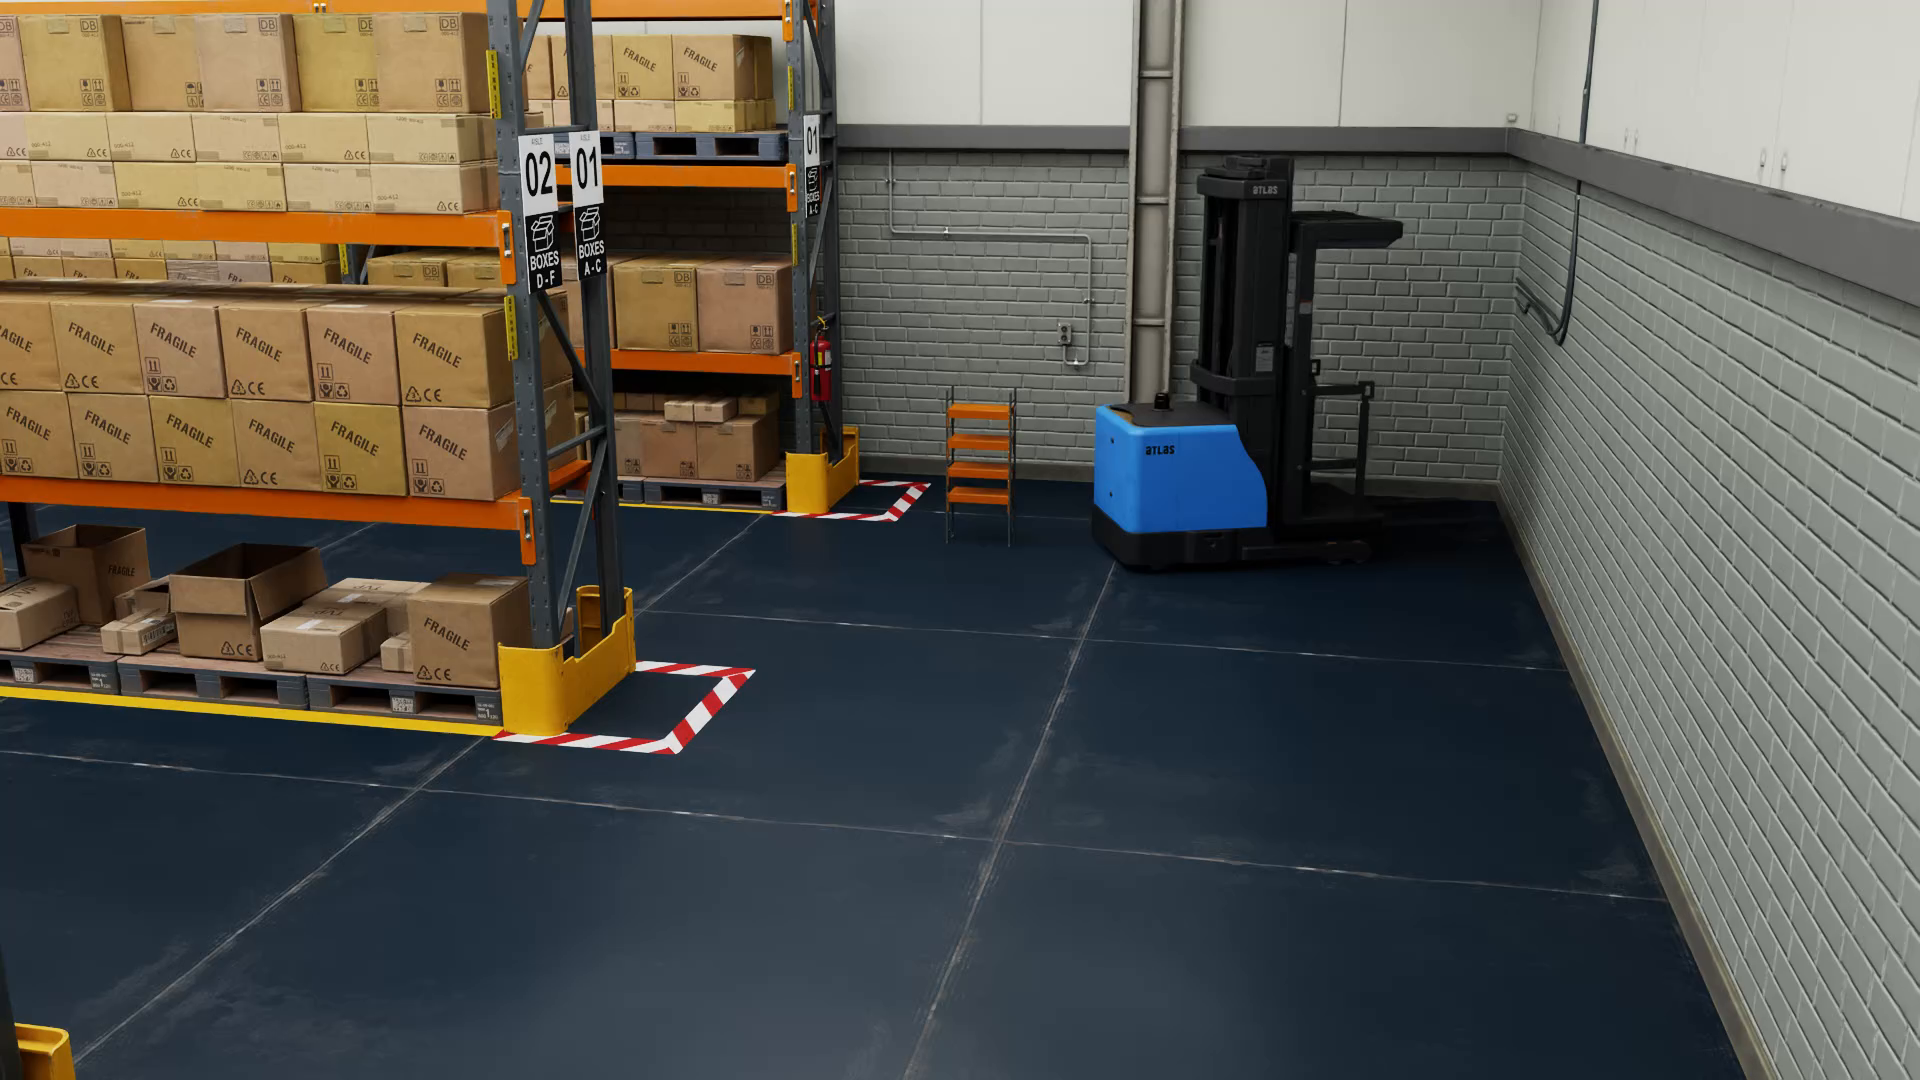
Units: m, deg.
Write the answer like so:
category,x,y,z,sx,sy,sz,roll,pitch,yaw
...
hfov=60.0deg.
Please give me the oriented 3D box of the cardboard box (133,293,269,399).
category,x,y,z,sx,sy,sz,roll,pitch,yaw
cardboard box,-4.174,-1.086,9.233,0.500,0.500,0.500,4,16,13

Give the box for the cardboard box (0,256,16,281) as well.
category,x,y,z,sx,sy,sz,roll,pitch,yaw
cardboard box,-8.606,-2.354,15.088,0.500,0.500,0.500,4,16,13

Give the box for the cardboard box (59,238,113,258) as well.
category,x,y,z,sx,sy,sz,roll,pitch,yaw
cardboard box,-7.620,-2.662,14.798,0.500,0.250,0.500,3,16,11

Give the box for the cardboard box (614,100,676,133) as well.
category,x,y,z,sx,sy,sz,roll,pitch,yaw
cardboard box,-2.472,-3.441,13.482,0.500,0.250,0.500,3,16,9

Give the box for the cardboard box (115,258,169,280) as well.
category,x,y,z,sx,sy,sz,roll,pitch,yaw
cardboard box,-7.097,-2.271,14.790,0.500,0.500,0.500,4,16,13

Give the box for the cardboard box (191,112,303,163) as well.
category,x,y,z,sx,sy,sz,roll,pitch,yaw
cardboard box,-3.709,-2.153,8.870,0.500,0.250,0.500,3,16,11

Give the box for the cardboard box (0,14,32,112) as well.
category,x,y,z,sx,sy,sz,roll,pitch,yaw
cardboard box,-5.149,-2.633,9.197,0.500,0.500,0.700,3,16,11

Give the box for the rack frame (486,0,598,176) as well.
category,x,y,z,sx,sy,sz,roll,pitch,yaw
rack frame,-2.175,-3.415,8.463,0.127,3.000,1.000,3,16,11

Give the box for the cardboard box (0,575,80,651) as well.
category,x,y,z,sx,sy,sz,roll,pitch,yaw
cardboard box,-5.727,0.426,10.047,0.500,0.311,0.500,3,16,11

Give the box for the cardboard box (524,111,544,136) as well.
category,x,y,z,sx,sy,sz,roll,pitch,yaw
cardboard box,-2.627,-2.233,9.161,0.500,0.250,0.500,3,16,11

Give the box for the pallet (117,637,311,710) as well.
category,x,y,z,sx,sy,sz,roll,pitch,yaw
pallet,-4.223,0.709,10.039,1.213,0.211,1.003,3,16,11

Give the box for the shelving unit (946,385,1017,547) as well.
category,x,y,z,sx,sy,sz,roll,pitch,yaw
shelving unit,0.162,-0.569,12.800,0.503,1.200,0.258,3,16,11

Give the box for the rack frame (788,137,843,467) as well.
category,x,y,z,sx,sy,sz,roll,pitch,yaw
rack frame,-1.192,-1.820,13.943,0.127,3.000,1.000,3,16,11

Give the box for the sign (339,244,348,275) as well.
category,x,y,z,sx,sy,sz,roll,pitch,yaw
sign,-5.210,-2.410,14.053,0.005,0.325,0.100,3,16,11

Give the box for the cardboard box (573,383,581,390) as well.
category,x,y,z,sx,sy,sz,roll,pitch,yaw
cardboard box,-3.479,-1.281,14.678,0.250,0.149,0.380,3,16,12

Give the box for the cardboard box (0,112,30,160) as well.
category,x,y,z,sx,sy,sz,roll,pitch,yaw
cardboard box,-5.178,-2.234,9.163,0.500,0.250,0.500,3,16,11

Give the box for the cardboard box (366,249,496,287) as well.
category,x,y,z,sx,sy,sz,roll,pitch,yaw
cardboard box,-4.583,-2.144,14.551,0.700,0.700,0.980,3,16,12

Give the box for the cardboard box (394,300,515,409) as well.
category,x,y,z,sx,sy,sz,roll,pitch,yaw
cardboard box,-2.666,-1.006,8.943,0.500,0.500,0.500,3,16,11

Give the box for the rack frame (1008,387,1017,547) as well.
category,x,y,z,sx,sy,sz,roll,pitch,yaw
rack frame,0.401,-0.556,12.753,0.015,1.200,0.240,3,16,11

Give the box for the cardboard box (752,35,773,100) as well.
category,x,y,z,sx,sy,sz,roll,pitch,yaw
cardboard box,-1.859,-3.907,13.761,0.500,0.500,0.500,2,16,9

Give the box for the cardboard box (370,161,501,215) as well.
category,x,y,z,sx,sy,sz,roll,pitch,yaw
cardboard box,-2.731,-1.855,8.733,0.500,0.250,0.500,3,16,11

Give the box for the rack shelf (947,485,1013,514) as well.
category,x,y,z,sx,sy,sz,roll,pitch,yaw
rack shelf,0.162,-0.313,12.871,0.480,0.148,0.258,3,16,11

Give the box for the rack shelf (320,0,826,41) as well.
category,x,y,z,sx,sy,sz,roll,pitch,yaw
rack shelf,-3.152,-4.278,13.675,4.000,0.370,1.077,3,16,11

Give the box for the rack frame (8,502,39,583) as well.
category,x,y,z,sx,sy,sz,roll,pitch,yaw
rack frame,-6.095,-0.737,10.032,0.127,3.000,1.000,3,16,11

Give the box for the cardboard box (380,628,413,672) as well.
category,x,y,z,sx,sy,sz,roll,pitch,yaw
cardboard box,-3.136,0.620,9.618,0.250,0.166,0.380,3,16,11

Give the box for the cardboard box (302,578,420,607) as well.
category,x,y,z,sx,sy,sz,roll,pitch,yaw
cardboard box,-3.631,0.433,10.137,0.500,0.250,0.500,3,16,11

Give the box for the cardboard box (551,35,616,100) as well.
category,x,y,z,sx,sy,sz,roll,pitch,yaw
cardboard box,-2.964,-3.828,13.474,0.500,0.500,0.500,2,16,9

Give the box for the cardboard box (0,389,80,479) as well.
category,x,y,z,sx,sy,sz,roll,pitch,yaw
cardboard box,-5.147,-0.660,9.568,0.500,0.500,0.500,3,16,12

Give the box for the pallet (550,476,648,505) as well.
category,x,y,z,sx,sy,sz,roll,pitch,yaw
pallet,-3.183,-0.564,14.631,1.213,0.211,1.003,3,16,11

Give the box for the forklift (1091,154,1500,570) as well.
category,x,y,z,sx,sy,sz,roll,pitch,yaw
forklift,2.591,-1.367,12.436,3.031,2.935,1.130,-3,16,-11

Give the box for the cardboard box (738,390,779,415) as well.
category,x,y,z,sx,sy,sz,roll,pitch,yaw
cardboard box,-1.735,-1.187,14.339,0.250,0.149,0.380,3,16,11

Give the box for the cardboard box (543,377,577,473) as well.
category,x,y,z,sx,sy,sz,roll,pitch,yaw
cardboard box,-2.557,-0.665,9.585,0.500,0.500,0.500,3,16,12

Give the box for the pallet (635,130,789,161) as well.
category,x,y,z,sx,sy,sz,roll,pitch,yaw
pallet,-1.921,-3.259,13.687,1.213,0.211,1.003,3,16,11

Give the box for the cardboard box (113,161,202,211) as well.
category,x,y,z,sx,sy,sz,roll,pitch,yaw
cardboard box,-4.198,-1.939,9.034,0.500,0.250,0.500,3,16,11

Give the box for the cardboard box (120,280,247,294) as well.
category,x,y,z,sx,sy,sz,roll,pitch,yaw
cardboard box,-4.551,-1.254,9.840,0.500,0.500,0.500,3,16,12

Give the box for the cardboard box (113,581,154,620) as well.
category,x,y,z,sx,sy,sz,roll,pitch,yaw
cardboard box,-5.101,0.386,10.497,0.250,0.149,0.380,3,16,11

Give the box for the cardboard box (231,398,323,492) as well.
category,x,y,z,sx,sy,sz,roll,pitch,yaw
cardboard box,-3.665,-0.579,9.277,0.500,0.500,0.500,3,16,12

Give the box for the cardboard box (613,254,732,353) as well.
category,x,y,z,sx,sy,sz,roll,pitch,yaw
cardboard box,-2.409,-2.025,14.120,0.700,0.700,0.980,3,16,11

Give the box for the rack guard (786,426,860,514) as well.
category,x,y,z,sx,sy,sz,roll,pitch,yaw
rack guard,-1.168,-0.614,14.272,0.348,0.500,1.175,3,16,11

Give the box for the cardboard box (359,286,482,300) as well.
category,x,y,z,sx,sy,sz,roll,pitch,yaw
cardboard box,-3.071,-1.172,9.544,0.500,0.500,0.500,3,16,12

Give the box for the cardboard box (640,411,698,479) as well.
category,x,y,z,sx,sy,sz,roll,pitch,yaw
cardboard box,-2.388,-0.855,14.356,0.500,0.500,0.700,3,16,11

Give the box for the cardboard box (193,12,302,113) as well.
category,x,y,z,sx,sy,sz,roll,pitch,yaw
cardboard box,-3.666,-2.570,8.971,0.500,0.500,0.700,3,16,11

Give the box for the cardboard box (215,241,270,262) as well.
category,x,y,z,sx,sy,sz,roll,pitch,yaw
cardboard box,-6.119,-2.583,14.510,0.500,0.250,0.500,3,16,12

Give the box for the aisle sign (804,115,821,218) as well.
category,x,y,z,sx,sy,sz,roll,pitch,yaw
aisle sign,-1.181,-2.990,13.299,0.004,0.787,0.394,3,16,11

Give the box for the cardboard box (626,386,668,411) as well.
category,x,y,z,sx,sy,sz,roll,pitch,yaw
cardboard box,-2.726,-1.240,14.532,0.250,0.149,0.380,3,16,12

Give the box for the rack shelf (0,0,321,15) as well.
category,x,y,z,sx,sy,sz,roll,pitch,yaw
rack shelf,-7.071,-4.491,14.444,4.000,0.370,1.077,3,16,11

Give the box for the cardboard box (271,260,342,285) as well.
category,x,y,z,sx,sy,sz,roll,pitch,yaw
cardboard box,-5.614,-2.192,14.506,0.500,0.500,0.500,3,16,10

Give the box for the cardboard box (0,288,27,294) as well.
category,x,y,z,sx,sy,sz,roll,pitch,yaw
cardboard box,-5.689,-1.168,9.529,0.500,0.500,0.500,4,16,13
